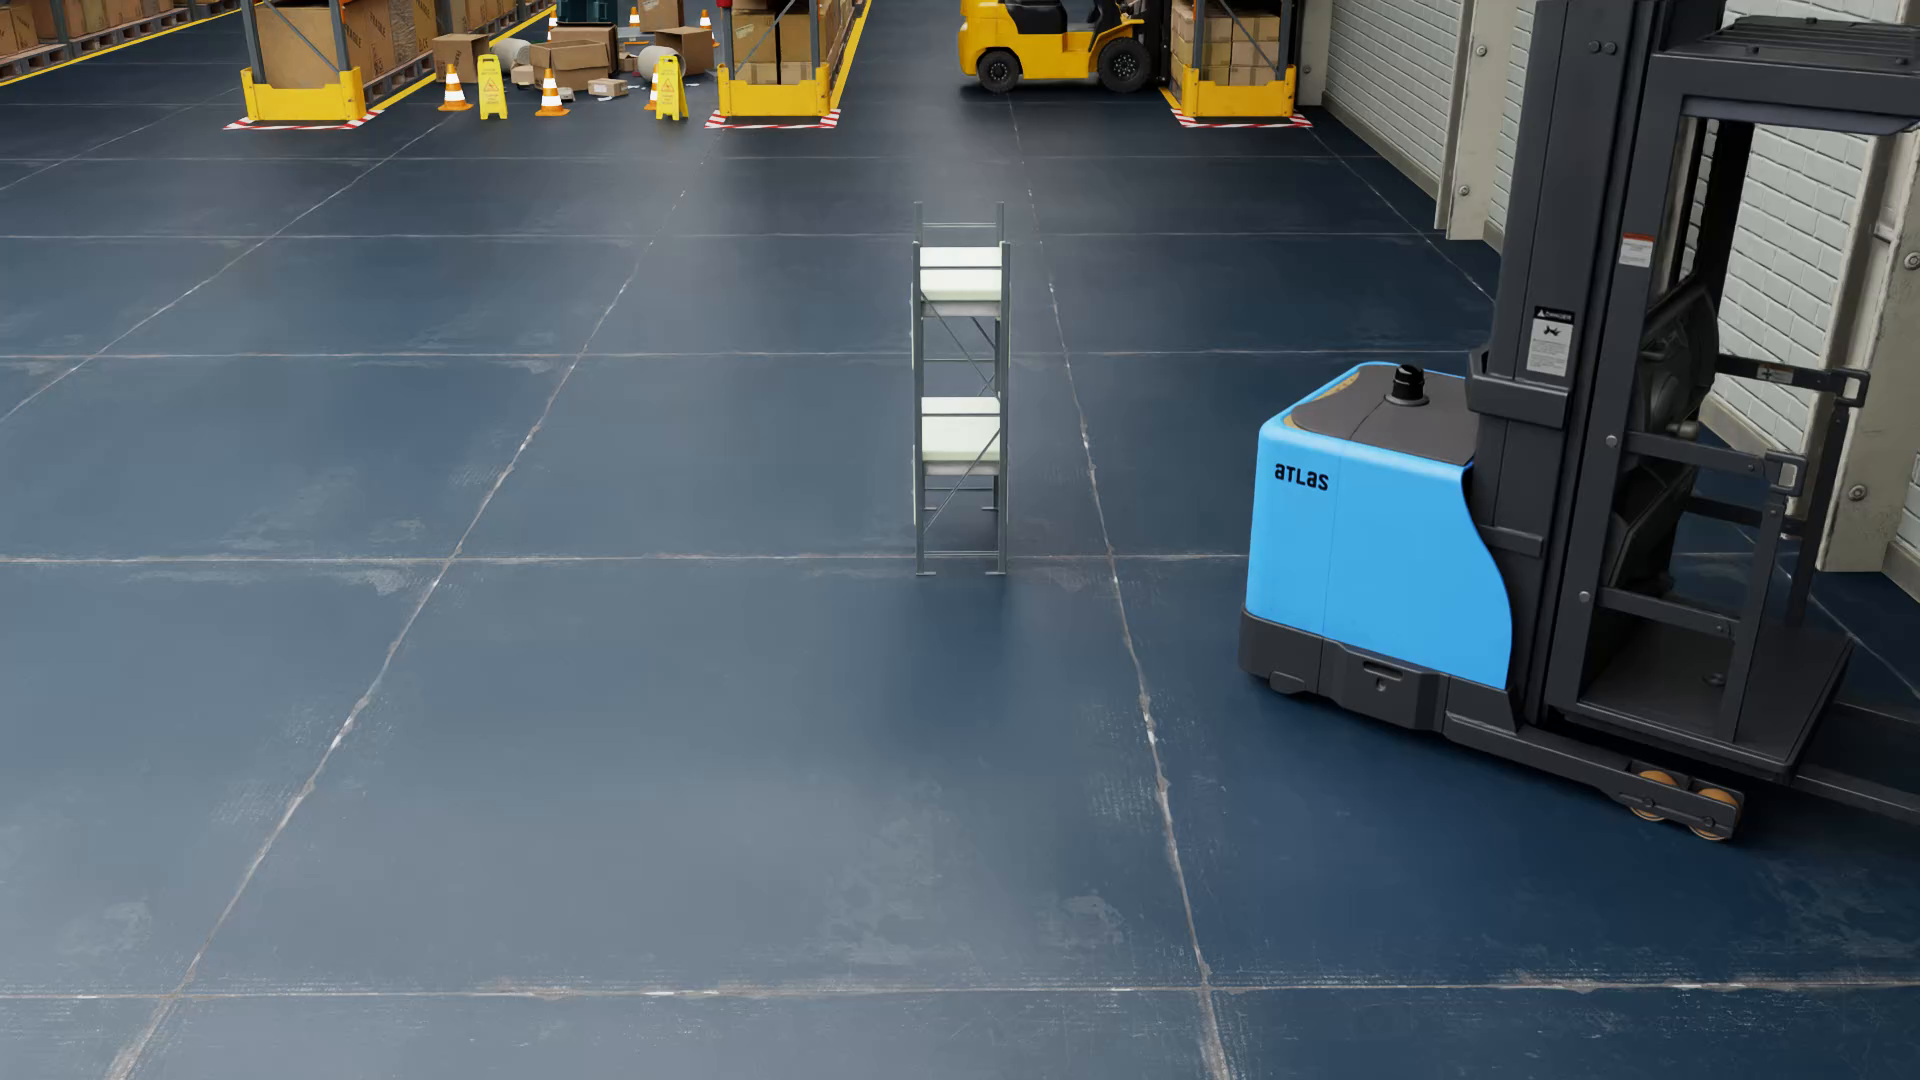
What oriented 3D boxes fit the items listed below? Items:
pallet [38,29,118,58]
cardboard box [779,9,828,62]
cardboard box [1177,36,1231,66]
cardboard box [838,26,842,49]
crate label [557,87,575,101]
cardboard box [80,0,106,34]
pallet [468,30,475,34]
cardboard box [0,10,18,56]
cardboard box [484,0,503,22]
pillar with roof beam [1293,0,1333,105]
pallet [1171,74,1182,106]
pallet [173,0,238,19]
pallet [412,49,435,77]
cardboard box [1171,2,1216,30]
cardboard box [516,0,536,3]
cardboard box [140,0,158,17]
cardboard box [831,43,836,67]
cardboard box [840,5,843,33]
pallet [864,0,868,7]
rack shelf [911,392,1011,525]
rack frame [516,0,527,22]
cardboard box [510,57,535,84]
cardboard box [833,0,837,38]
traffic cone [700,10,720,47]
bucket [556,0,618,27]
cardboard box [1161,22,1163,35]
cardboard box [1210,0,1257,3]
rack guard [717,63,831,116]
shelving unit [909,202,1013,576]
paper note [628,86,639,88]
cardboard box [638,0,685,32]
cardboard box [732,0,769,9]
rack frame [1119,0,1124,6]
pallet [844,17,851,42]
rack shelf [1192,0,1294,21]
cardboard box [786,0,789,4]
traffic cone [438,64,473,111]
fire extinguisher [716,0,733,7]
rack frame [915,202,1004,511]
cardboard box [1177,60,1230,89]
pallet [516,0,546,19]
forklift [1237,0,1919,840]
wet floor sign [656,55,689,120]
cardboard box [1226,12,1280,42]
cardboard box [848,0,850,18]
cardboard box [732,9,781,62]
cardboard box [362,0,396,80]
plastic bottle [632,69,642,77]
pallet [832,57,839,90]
[{"bbox_3d":[-11.950,-6.592,22.070,1.003,0.211,1.213,0,24,-1],"label":"pallet"},{"bbox_3d":[-1.720,-5.562,18.325,0.500,0.500,0.500,-1,24,-2],"label":"cardboard box"},{"bbox_3d":[2.659,-5.328,18.110,0.500,0.250,0.500,-1,24,-1],"label":"cardboard box"},{"bbox_3d":[-1.755,-6.283,20.828,0.500,0.250,0.500,1,24,2],"label":"cardboard box"},{"bbox_3d":[-4.458,-4.984,18.604,0.250,0.136,0.298,-14,28,-28],"label":"crate label"},{"bbox_3d":[-11.912,-7.053,22.205,0.700,0.500,0.500,0,24,-1],"label":"cardboard box"},{"bbox_3d":[-7.063,-6.570,22.020,1.003,0.211,1.213,0,24,-1],"label":"pallet"},{"bbox_3d":[-11.962,-6.194,20.328,0.500,0.500,0.500,8,25,16],"label":"cardboard box"},{"bbox_3d":[-7.093,-7.726,23.412,1.050,0.750,0.750,0,24,0],"label":"cardboard box"},{"bbox_3d":[-0.435,-8.967,16.657,9.100,9.000,0.400,0,24,-1],"label":"pillar with roof beam"},{"bbox_3d":[2.926,-5.007,18.564,1.003,0.211,1.213,0,24,-1],"label":"pallet"},{"bbox_3d":[-11.917,-8.245,25.724,1.003,0.211,1.213,0,24,-1],"label":"pallet"},{"bbox_3d":[-7.049,-5.938,20.624,1.003,0.211,1.213,0,24,-1],"label":"pallet"},{"bbox_3d":[2.633,-5.963,18.908,0.500,0.250,0.500,0,24,0],"label":"cardboard box"},{"bbox_3d":[-6.776,-8.516,25.463,0.500,0.500,0.500,-1,24,-3],"label":"cardboard box"},{"bbox_3d":[-11.937,-7.747,23.739,0.700,0.500,0.500,-2,24,-5],"label":"cardboard box"},{"bbox_3d":[-1.736,-5.646,19.420,0.500,0.250,0.500,1,24,3],"label":"cardboard box"},{"bbox_3d":[-2.039,-6.797,21.817,0.950,0.372,0.625,0,24,0],"label":"cardboard box"},{"bbox_3d":[-2.018,-8.791,26.931,1.003,0.211,1.213,0,24,-1],"label":"pallet"},{"bbox_3d":[0.000,-0.384,7.569,0.431,0.370,0.720,0,24,-1],"label":"rack shelf"},{"bbox_3d":[-7.023,-9.171,24.387,1.000,3.000,0.127,0,24,-1],"label":"rack frame"},{"bbox_3d":[-5.119,-5.577,19.759,0.396,0.266,0.258,4,25,9],"label":"cardboard box"},{"bbox_3d":[-1.742,-6.204,19.745,0.500,0.500,0.500,1,24,2],"label":"cardboard box"},{"bbox_3d":[-3.444,-6.935,22.523,0.336,0.463,0.334,0,24,-1],"label":"traffic cone"},{"bbox_3d":[-4.672,-6.678,21.003,0.726,0.611,0.620,8,16,18],"label":"bucket"},{"bbox_3d":[2.635,-5.953,19.493,0.500,0.250,0.500,0,24,-1],"label":"cardboard box"},{"bbox_3d":[3.158,-6.178,19.384,0.500,0.250,0.500,-1,24,-2],"label":"cardboard box"},{"bbox_3d":[-1.988,-4.831,17.824,1.175,0.500,0.348,0,24,-1],"label":"rack guard"},{"bbox_3d":[0.000,-0.681,7.435,0.431,1.500,0.755,0,24,-1],"label":"shelving unit"},{"bbox_3d":[-3.847,-5.312,19.471,0.148,0.019,0.142,8,26,18],"label":"paper note"},{"bbox_3d":[-3.810,-6.772,21.198,0.500,0.500,0.500,0,24,-1],"label":"cardboard box"},{"bbox_3d":[-2.328,-5.994,18.493,0.380,0.149,0.250,0,24,1],"label":"cardboard box"},{"bbox_3d":[2.889,-9.259,24.581,1.000,3.000,0.127,0,24,-1],"label":"rack frame"},{"bbox_3d":[-2.057,-7.141,23.283,1.003,0.211,1.213,0,24,-1],"label":"pallet"},{"bbox_3d":[2.955,-6.459,19.263,1.077,0.370,4.000,0,24,-1],"label":"rack shelf"},{"bbox_3d":[-2.273,-6.188,19.710,0.500,0.500,0.500,1,24,2],"label":"cardboard box"},{"bbox_3d":[-5.521,-4.944,18.119,0.336,0.463,0.334,0,24,-1],"label":"traffic cone"},{"bbox_3d":[-2.446,-5.854,17.147,0.296,0.674,0.183,0,24,-1],"label":"fire extinguisher"},{"bbox_3d":[-0.004,-0.831,7.768,0.400,1.500,0.023,0,24,-1],"label":"rack frame"},{"bbox_3d":[2.655,-5.093,18.198,0.500,0.250,0.500,0,24,0],"label":"cardboard box"},{"bbox_3d":[-7.030,-8.222,25.674,1.003,0.211,1.213,0,24,-1],"label":"pallet"},{"bbox_3d":[2.576,-0.585,5.486,3.031,2.935,1.130,17,29,32],"label":"forklift"},{"bbox_3d":[-3.055,-4.783,17.541,0.267,0.644,0.232,8,26,18],"label":"wet floor sign"},{"bbox_3d":[3.160,-5.555,18.007,0.500,0.250,0.500,-1,24,-1],"label":"cardboard box"},{"bbox_3d":[-2.062,-7.692,23.797,0.950,0.372,0.625,-1,24,-2],"label":"cardboard box"},{"bbox_3d":[-2.256,-5.548,18.293,0.500,0.500,0.500,0,24,0],"label":"cardboard box"},{"bbox_3d":[-7.021,-5.739,18.869,0.875,0.875,0.875,-1,24,-1],"label":"cardboard box"},{"bbox_3d":[-3.892,-5.708,20.296,0.133,0.061,0.283,4,25,9],"label":"plastic bottle"},{"bbox_3d":[-1.972,-5.536,19.733,1.003,0.211,1.213,0,24,-1],"label":"pallet"}]
